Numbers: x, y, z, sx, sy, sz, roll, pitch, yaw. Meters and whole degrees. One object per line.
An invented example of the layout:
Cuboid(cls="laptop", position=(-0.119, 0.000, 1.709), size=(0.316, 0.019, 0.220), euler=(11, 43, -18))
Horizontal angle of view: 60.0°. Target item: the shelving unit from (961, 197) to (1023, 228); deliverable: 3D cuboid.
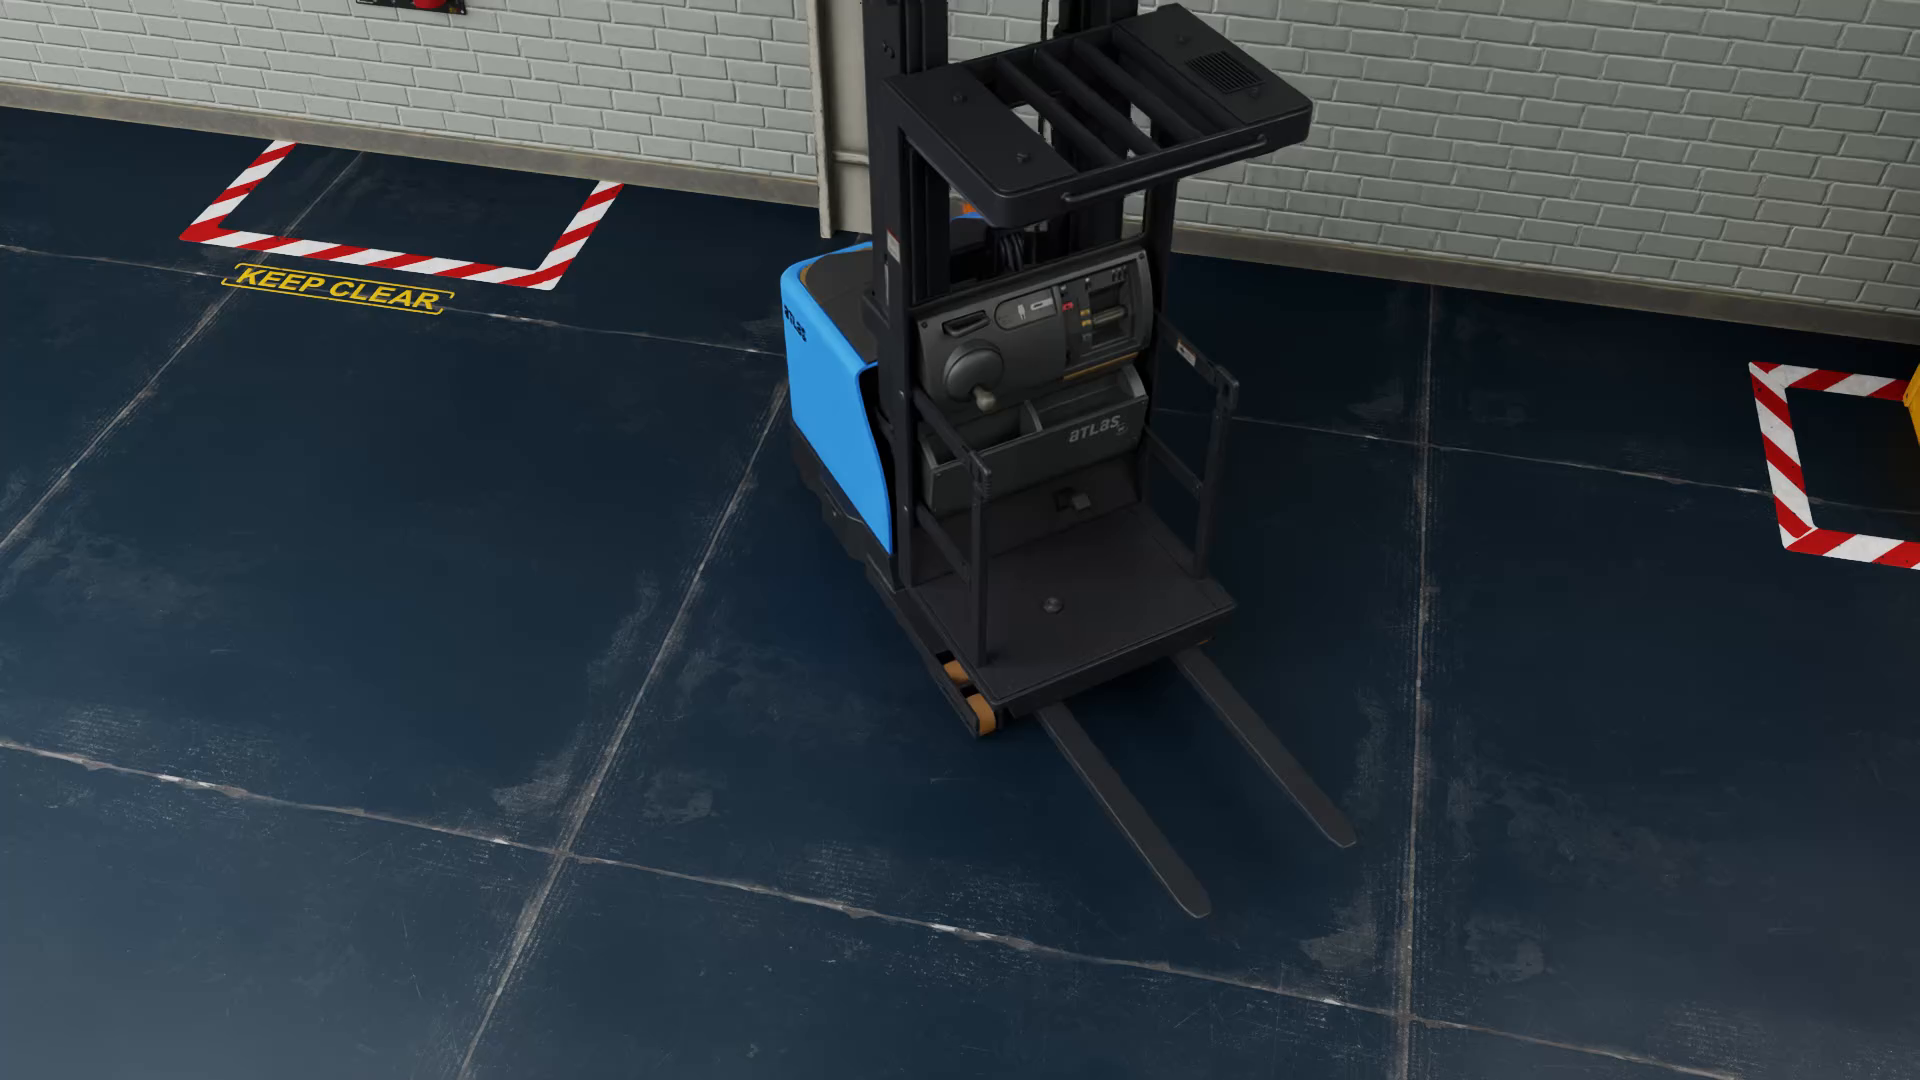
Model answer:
Cuboid(cls="shelving unit", position=(0.143, -1.174, 7.673), size=(0.215, 1.050, 0.252), euler=(-12, 45, -13))

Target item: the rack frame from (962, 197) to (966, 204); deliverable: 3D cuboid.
Cuboid(cls="rack frame", position=(0.106, -1.255, 7.757), size=(0.200, 1.050, 0.008), euler=(-12, 45, -13))

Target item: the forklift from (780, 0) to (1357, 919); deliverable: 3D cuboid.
Cuboid(cls="forklift", position=(0.380, -0.661, 5.783), size=(1.130, 2.935, 3.031), euler=(-20, 47, -20))

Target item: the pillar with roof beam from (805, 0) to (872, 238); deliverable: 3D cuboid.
Cuboid(cls="pillar with roof beam", position=(-1.458, -2.023, 2.823), size=(0.400, 9.000, 9.100), euler=(9, 45, 9))

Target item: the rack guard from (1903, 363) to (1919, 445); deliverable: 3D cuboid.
Cuboid(cls="rack guard", position=(4.539, -0.475, 7.343), size=(0.348, 0.500, 1.175), euler=(9, 45, 9))

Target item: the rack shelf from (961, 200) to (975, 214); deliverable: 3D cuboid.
Cuboid(cls="rack shelf", position=(0.143, -1.371, 7.483), size=(0.215, 0.259, 0.240), euler=(-12, 45, -13))

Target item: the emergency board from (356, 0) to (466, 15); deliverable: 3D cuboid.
Cuboid(cls="emergency board", position=(-2.922, -3.175, 8.345), size=(0.643, 1.169, 0.194), euler=(9, 45, 9))
